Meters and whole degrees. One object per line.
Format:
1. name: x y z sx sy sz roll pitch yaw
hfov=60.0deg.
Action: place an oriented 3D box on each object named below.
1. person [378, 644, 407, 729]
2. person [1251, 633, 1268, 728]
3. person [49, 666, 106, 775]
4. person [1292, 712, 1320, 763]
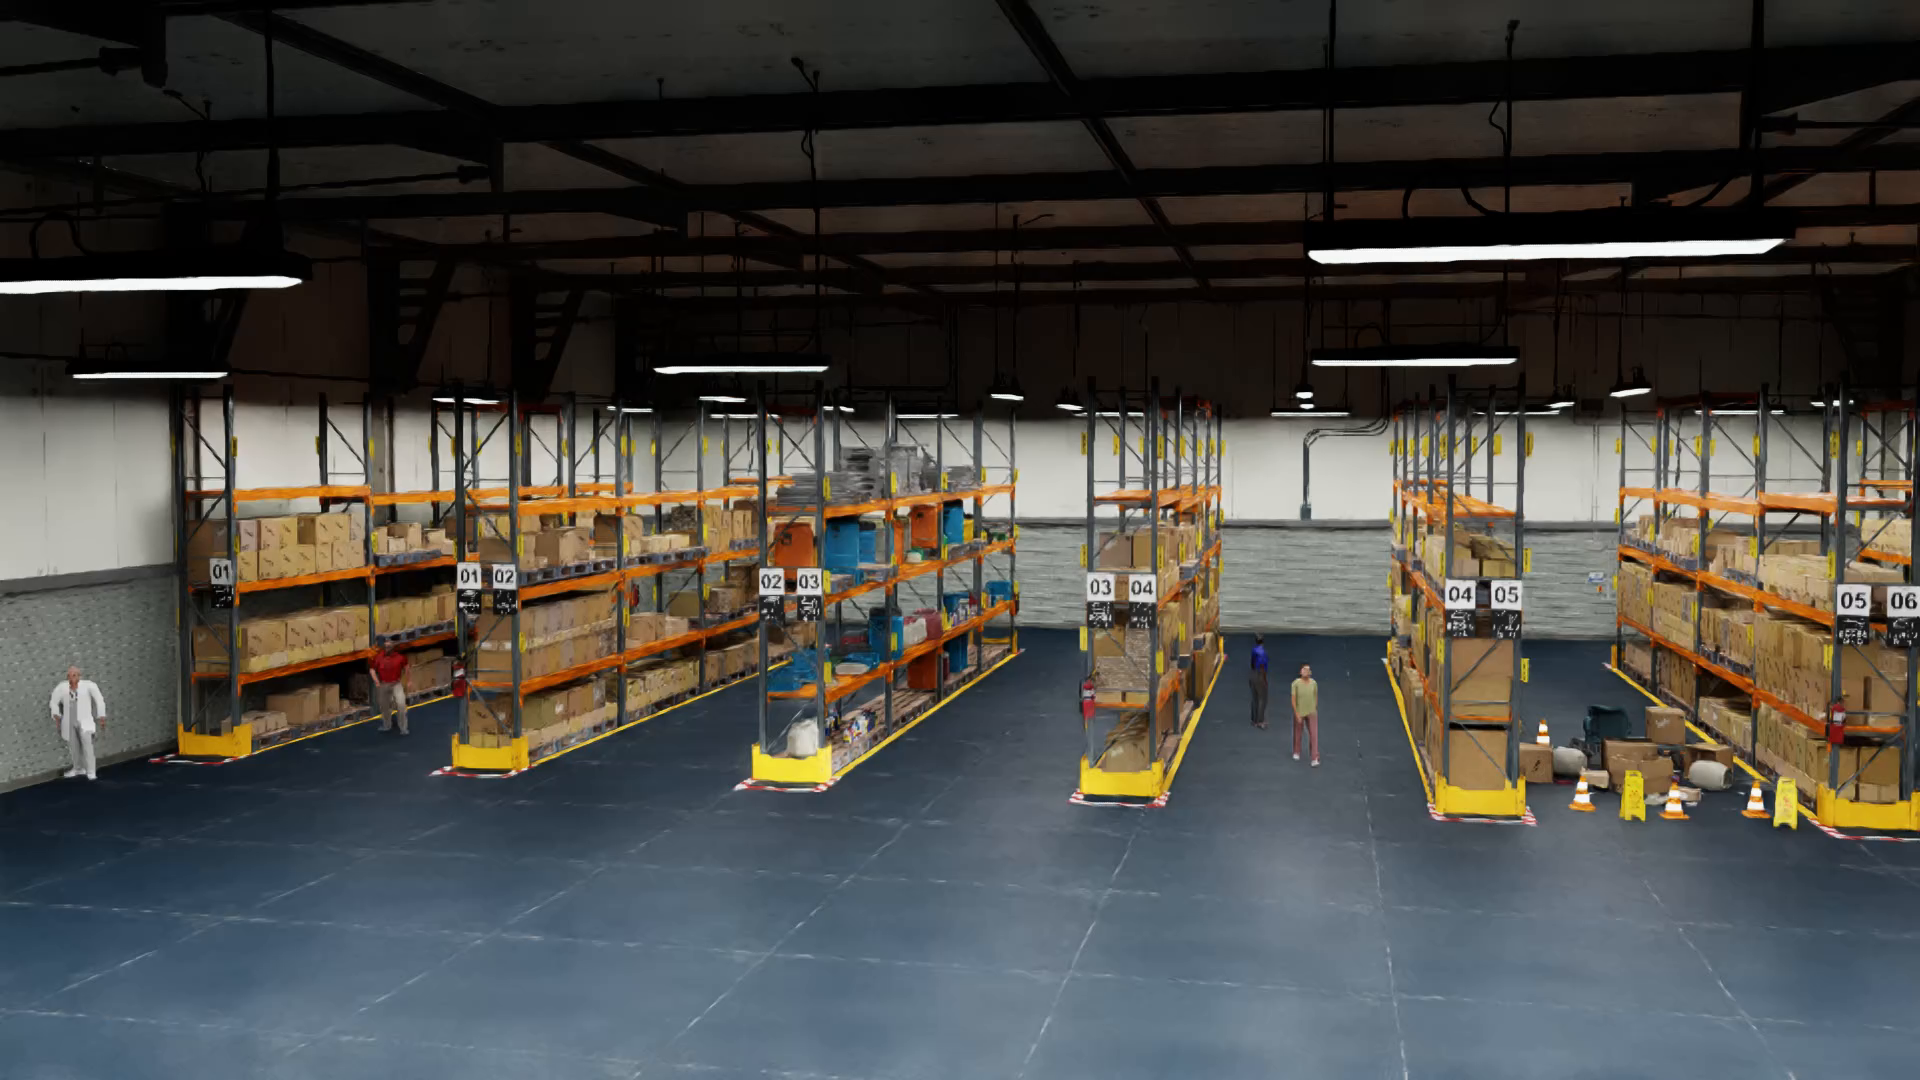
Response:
1. person: -9.915 2.541 29.082 0.506 1.479 0.670 0 3 -8
2. person: 5.401 2.533 29.887 0.352 1.711 0.526 -1 3 -15
3. person: -13.257 2.695 24.988 0.708 1.641 0.829 0 3 -7
4. person: 5.445 3.015 26.242 0.367 0.898 0.877 0 3 3
